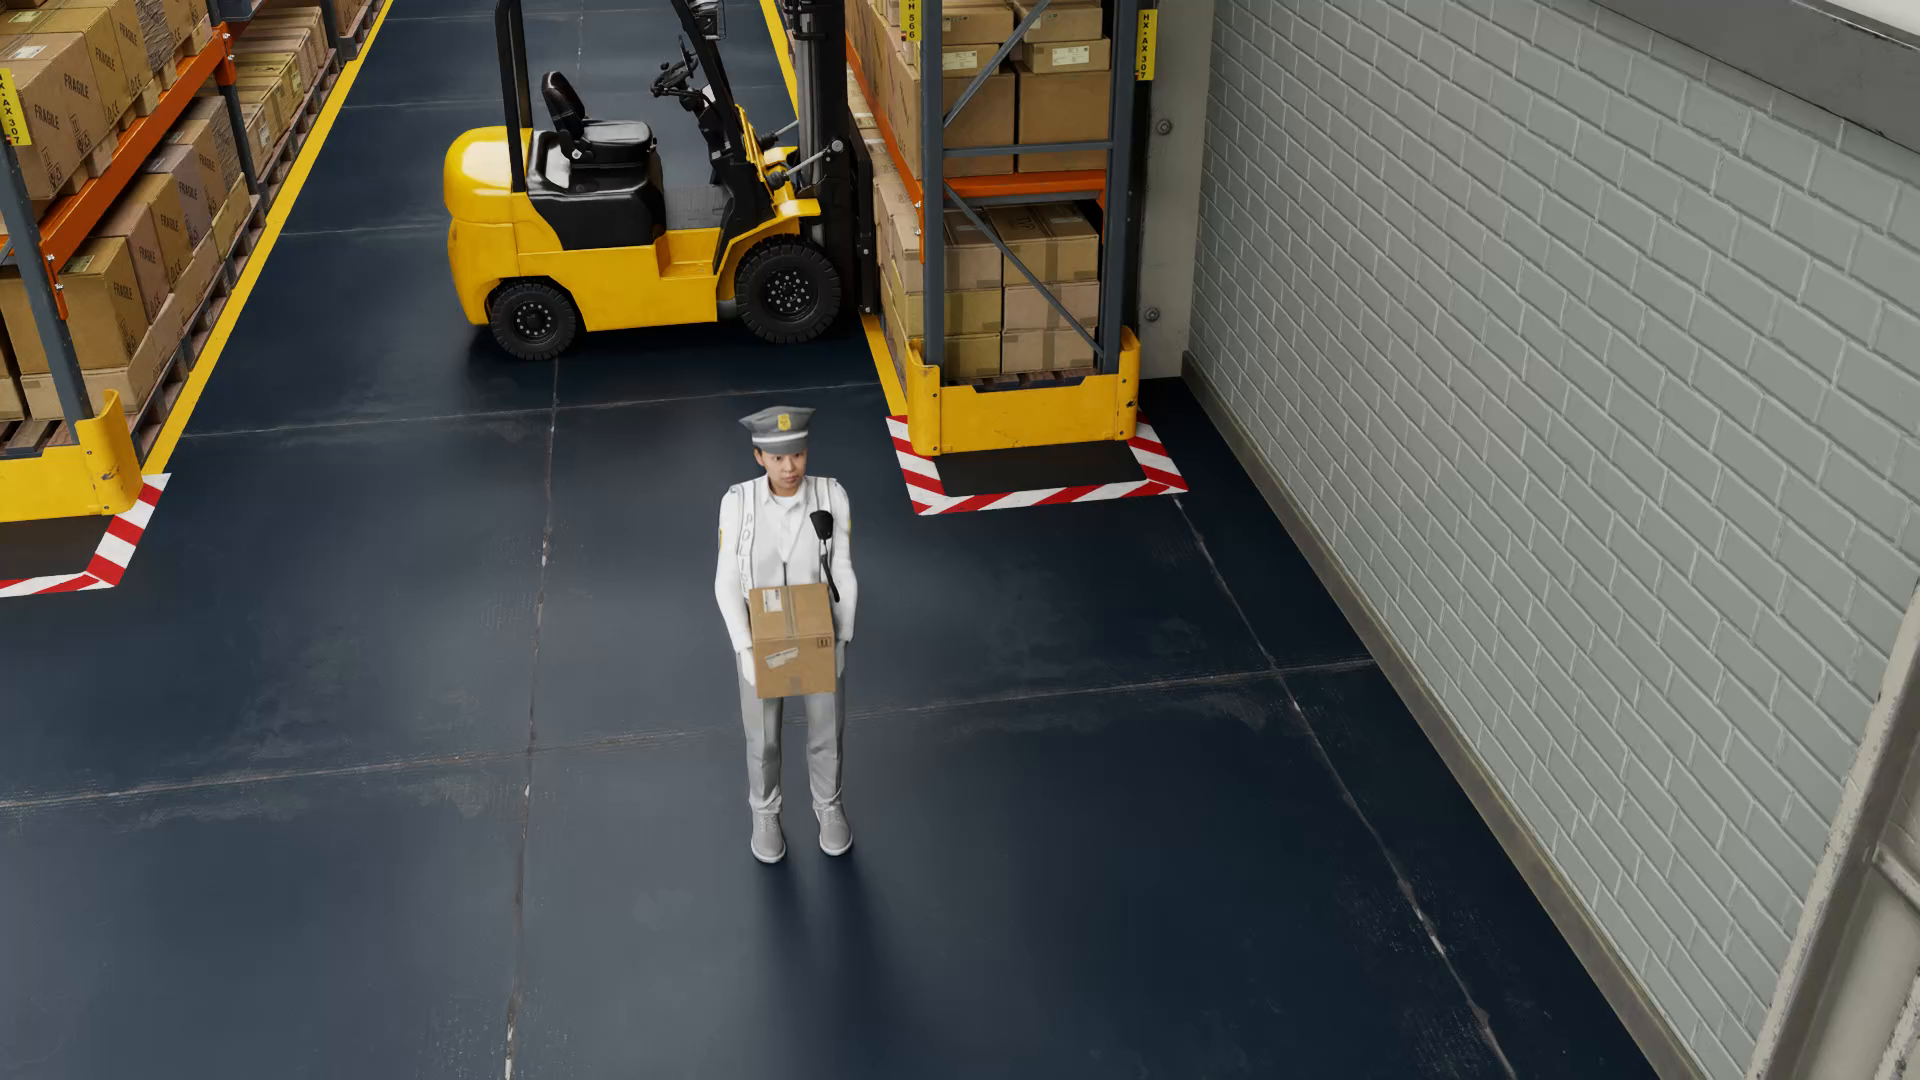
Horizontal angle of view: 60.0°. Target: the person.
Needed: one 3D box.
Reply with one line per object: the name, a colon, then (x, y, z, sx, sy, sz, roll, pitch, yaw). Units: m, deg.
person: (-0.562, 0.357, 5.513, 0.459, 1.686, 0.551, -5, 31, -8)
